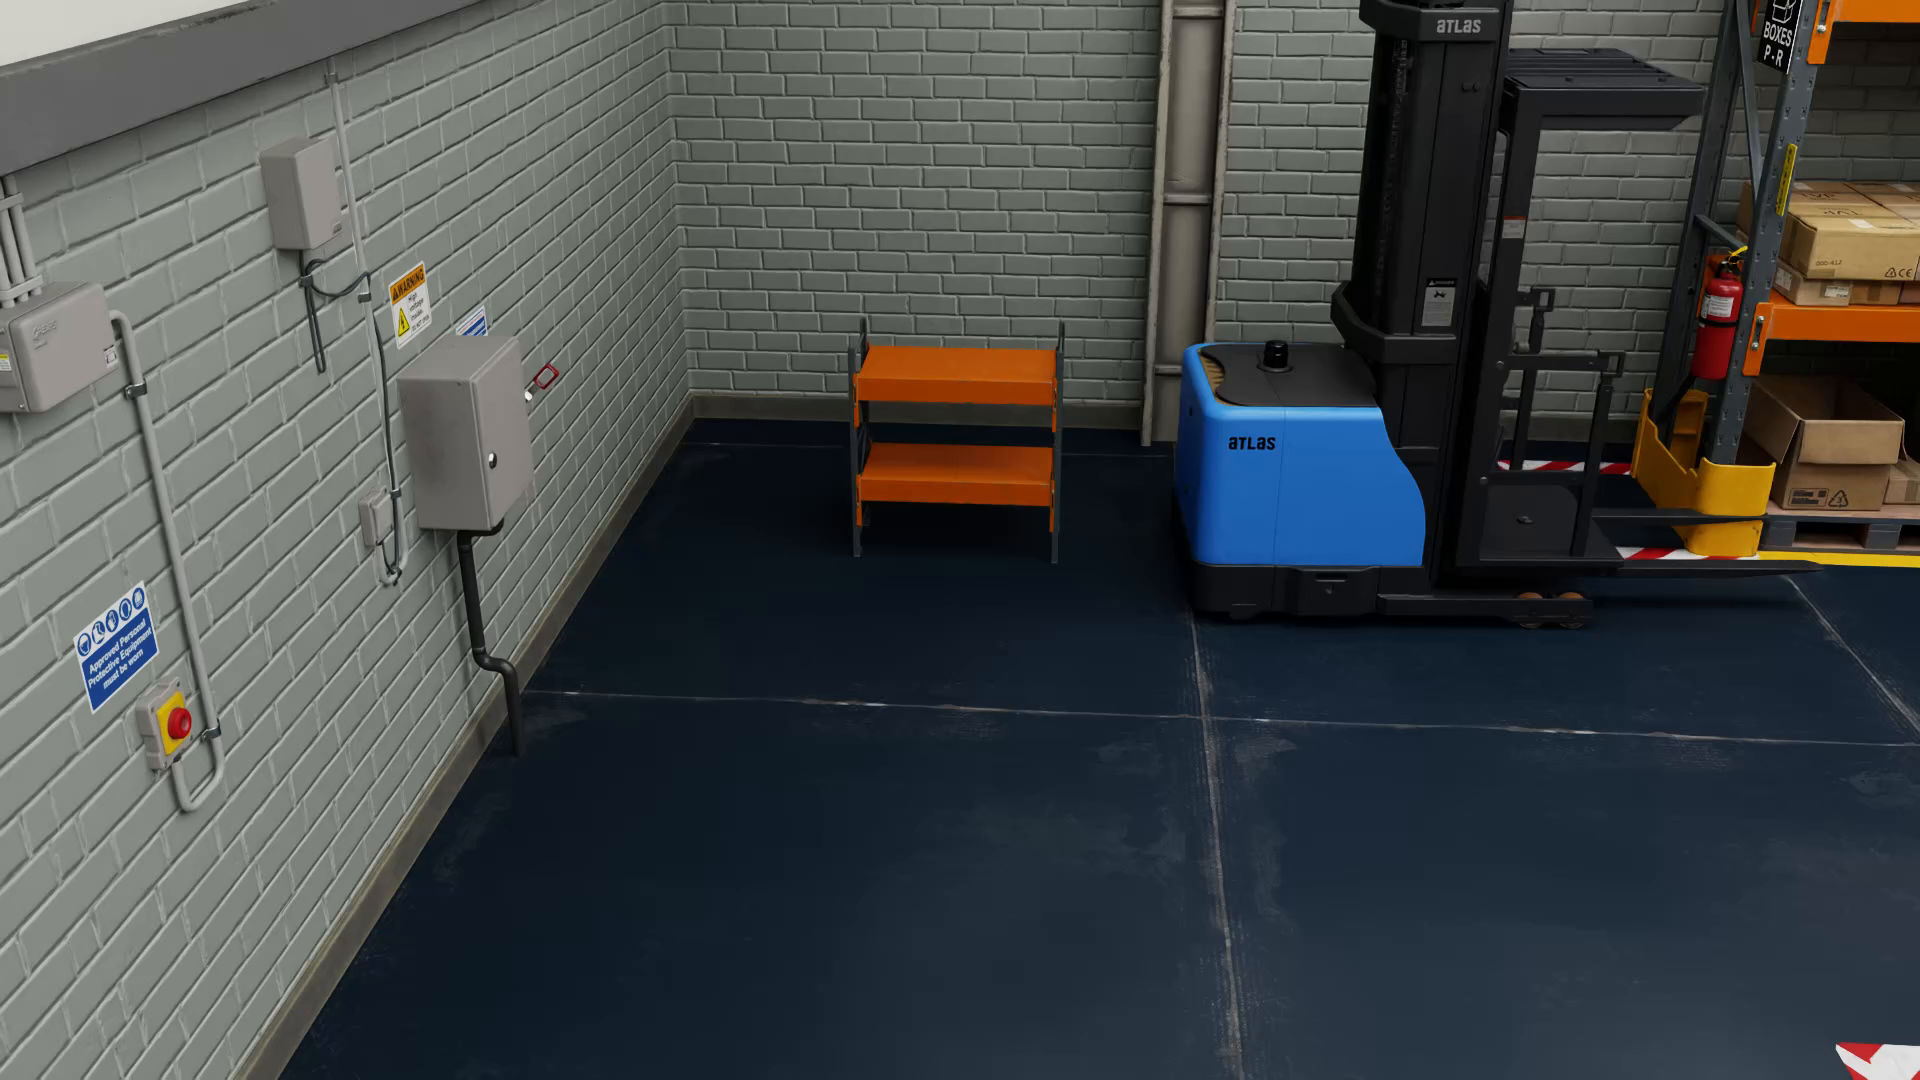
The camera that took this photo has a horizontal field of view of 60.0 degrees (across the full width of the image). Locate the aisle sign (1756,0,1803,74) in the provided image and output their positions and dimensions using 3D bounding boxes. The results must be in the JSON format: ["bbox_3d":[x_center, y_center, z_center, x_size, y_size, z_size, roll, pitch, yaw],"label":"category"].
[{"bbox_3d":[3.822,-2.584,7.667,0.004,0.787,0.394,2,25,4],"label":"aisle sign"}]

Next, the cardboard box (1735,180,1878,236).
[{"bbox_3d":[4.392,-1.686,8.649,0.500,0.250,0.500,3,25,6],"label":"cardboard box"}]

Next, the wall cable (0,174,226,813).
[{"bbox_3d":[-2.087,-0.101,4.128,0.123,1.953,0.585,2,25,4],"label":"wall cable"}]

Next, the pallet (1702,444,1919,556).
[{"bbox_3d":[4.784,-0.229,8.995,1.213,0.211,1.003,2,25,4],"label":"pallet"}]

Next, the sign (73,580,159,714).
[{"bbox_3d":[-2.152,0.270,4.251,0.001,0.218,0.327,2,25,4],"label":"sign"}]

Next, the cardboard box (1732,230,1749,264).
[{"bbox_3d":[4.264,-1.510,8.744,0.250,0.149,0.380,2,25,3],"label":"cardboard box"}]

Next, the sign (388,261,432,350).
[{"bbox_3d":[-1.992,-0.855,6.031,0.001,0.242,0.339,2,25,4],"label":"sign"}]

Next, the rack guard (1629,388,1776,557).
[{"bbox_3d":[3.989,-0.385,8.989,0.348,0.500,1.175,2,25,4],"label":"rack guard"}]

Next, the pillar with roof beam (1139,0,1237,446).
[{"bbox_3d":[0.964,-2.916,4.322,0.400,9.000,9.100,2,25,4],"label":"pillar with roof beam"}]

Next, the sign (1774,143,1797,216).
[{"bbox_3d":[3.871,-1.690,7.799,0.005,0.325,0.100,2,25,4],"label":"sign"}]

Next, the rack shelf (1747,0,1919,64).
[{"bbox_3d":[5.907,-2.495,7.856,4.000,0.370,1.077,2,25,4],"label":"rack shelf"}]

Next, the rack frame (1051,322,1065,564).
[{"bbox_3d":[0.500,-0.495,8.480,0.032,1.125,0.500,2,25,4],"label":"rack frame"}]

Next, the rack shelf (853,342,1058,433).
[{"bbox_3d":[-0.007,-0.777,8.393,1.000,0.278,0.538,2,25,4],"label":"rack shelf"}]

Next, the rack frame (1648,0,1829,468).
[{"bbox_3d":[3.913,-1.523,8.472,0.127,3.000,1.000,2,25,4],"label":"rack frame"}]

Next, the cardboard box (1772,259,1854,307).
[{"bbox_3d":[4.220,-1.284,8.253,0.250,0.149,0.380,2,25,4],"label":"cardboard box"}]

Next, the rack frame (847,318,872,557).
[{"bbox_3d":[-0.514,-0.527,8.551,0.032,1.125,0.500,2,25,4],"label":"rack frame"}]

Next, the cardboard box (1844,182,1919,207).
[{"bbox_3d":[4.906,-1.669,8.613,0.500,0.250,0.500,2,25,4],"label":"cardboard box"}]

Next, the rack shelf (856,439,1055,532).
[{"bbox_3d":[-0.007,-0.289,8.618,1.000,0.278,0.538,2,25,4],"label":"rack shelf"}]

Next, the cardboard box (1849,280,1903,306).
[{"bbox_3d":[4.477,-1.295,8.277,0.250,0.149,0.380,2,25,5],"label":"cardboard box"}]

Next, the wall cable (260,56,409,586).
[{"bbox_3d":[-1.990,-0.678,5.420,0.122,1.984,0.588,2,25,4],"label":"wall cable"}]

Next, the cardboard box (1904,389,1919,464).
[{"bbox_3d":[5.365,-0.476,8.684,0.500,0.500,0.700,3,25,6],"label":"cardboard box"}]

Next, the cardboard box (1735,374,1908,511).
[{"bbox_3d":[4.515,-0.521,8.778,0.637,0.503,0.797,1,25,2],"label":"cardboard box"}]

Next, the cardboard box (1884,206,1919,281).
[{"bbox_3d":[4.847,-1.447,8.131,0.500,0.250,0.500,2,25,5],"label":"cardboard box"}]

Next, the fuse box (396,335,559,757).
[{"bbox_3d":[-1.781,0.089,6.509,0.414,1.711,0.539,2,25,4],"label":"fuse box"}]

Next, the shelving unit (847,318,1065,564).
[{"bbox_3d":[-0.007,-0.511,8.515,1.048,1.125,0.538,2,25,4],"label":"shelving unit"}]

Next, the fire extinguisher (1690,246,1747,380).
[{"bbox_3d":[3.731,-1.131,8.158,0.183,0.674,0.296,2,25,4],"label":"fire extinguisher"}]

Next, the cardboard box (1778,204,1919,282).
[{"bbox_3d":[4.345,-1.463,8.165,0.500,0.250,0.500,2,25,4],"label":"cardboard box"}]

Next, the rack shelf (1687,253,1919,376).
[{"bbox_3d":[5.907,-1.132,8.483,4.000,0.370,1.077,2,25,4],"label":"rack shelf"}]

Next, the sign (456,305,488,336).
[{"bbox_3d":[-1.950,-0.665,6.721,0.001,0.494,0.329,2,25,4],"label":"sign"}]

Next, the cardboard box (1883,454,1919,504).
[{"bbox_3d":[4.936,-0.330,8.787,0.250,0.149,0.380,1,25,2],"label":"cardboard box"}]

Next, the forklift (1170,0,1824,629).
[{"bbox_3d":[2.609,-1.139,7.720,3.031,2.935,1.130,0,25,1],"label":"forklift"}]

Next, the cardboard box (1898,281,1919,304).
[{"bbox_3d":[4.741,-1.301,8.290,0.250,0.149,0.380,2,25,3],"label":"cardboard box"}]
